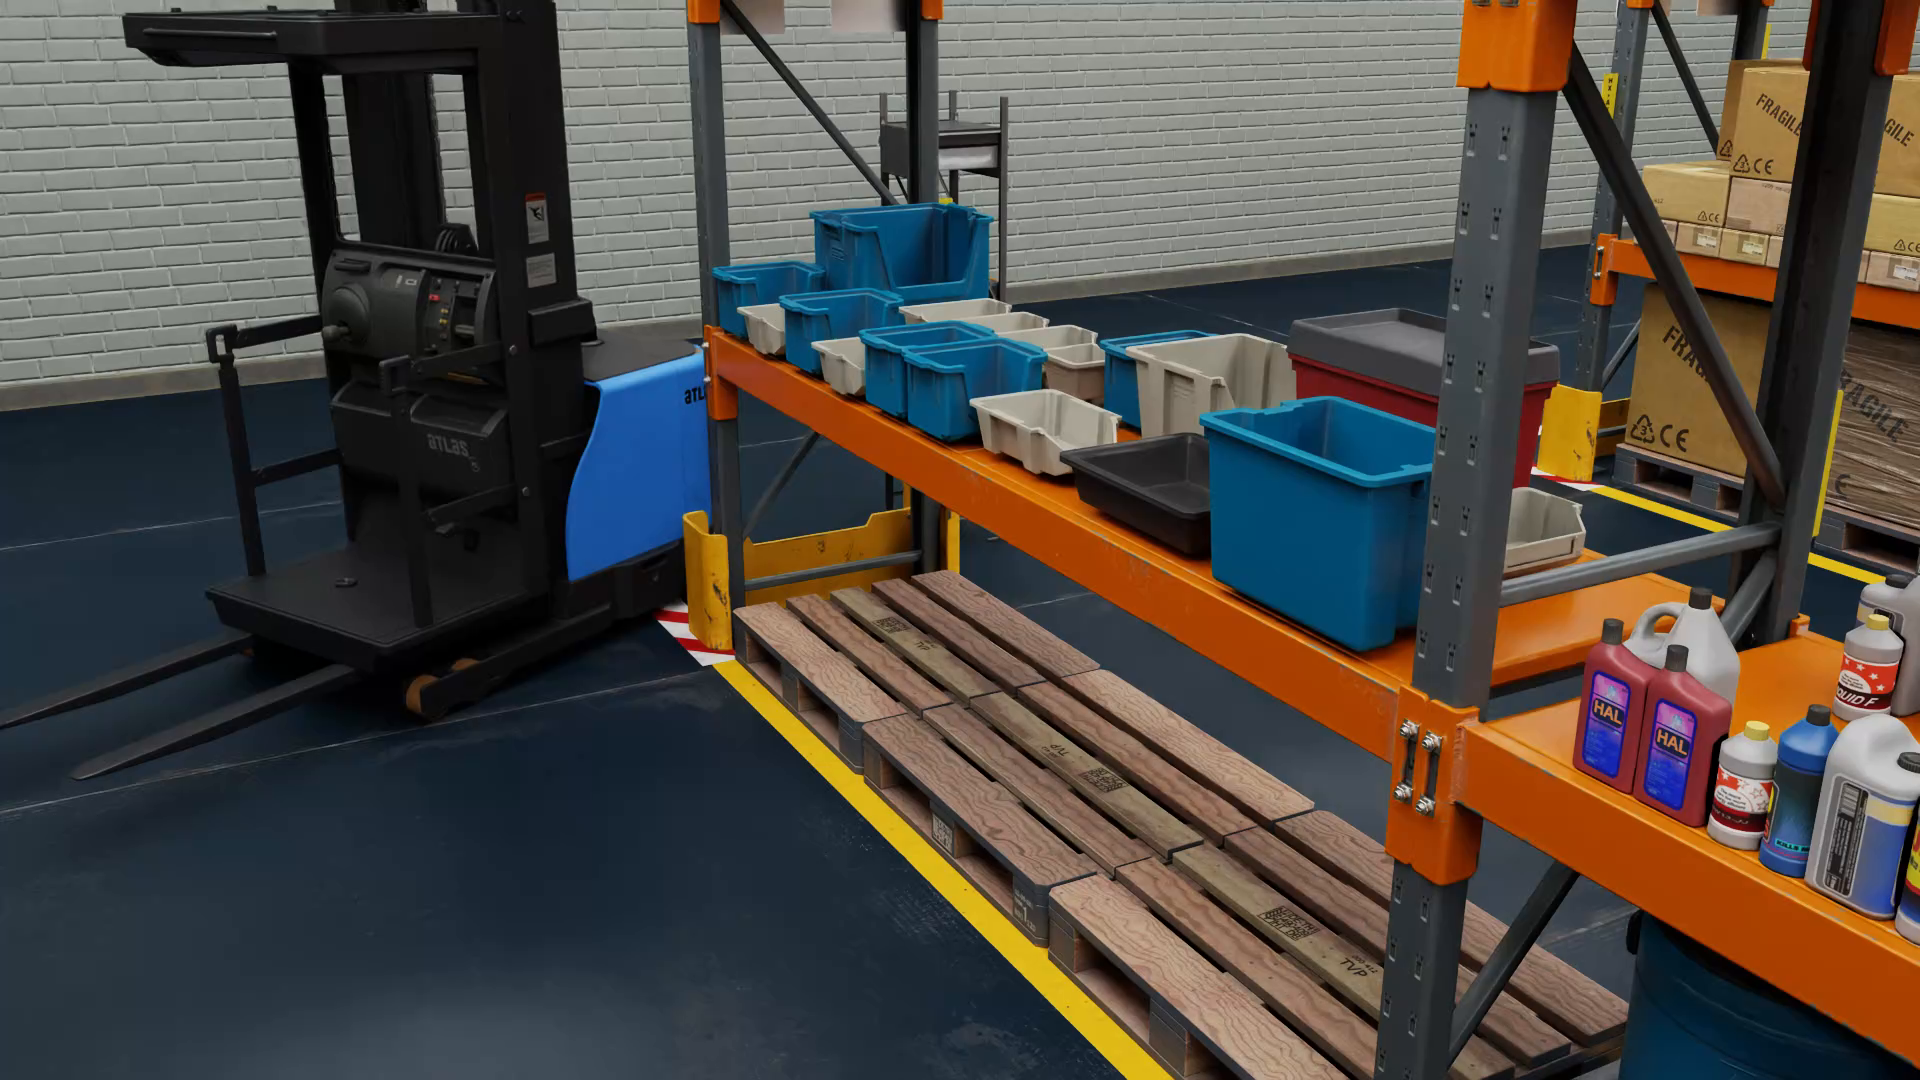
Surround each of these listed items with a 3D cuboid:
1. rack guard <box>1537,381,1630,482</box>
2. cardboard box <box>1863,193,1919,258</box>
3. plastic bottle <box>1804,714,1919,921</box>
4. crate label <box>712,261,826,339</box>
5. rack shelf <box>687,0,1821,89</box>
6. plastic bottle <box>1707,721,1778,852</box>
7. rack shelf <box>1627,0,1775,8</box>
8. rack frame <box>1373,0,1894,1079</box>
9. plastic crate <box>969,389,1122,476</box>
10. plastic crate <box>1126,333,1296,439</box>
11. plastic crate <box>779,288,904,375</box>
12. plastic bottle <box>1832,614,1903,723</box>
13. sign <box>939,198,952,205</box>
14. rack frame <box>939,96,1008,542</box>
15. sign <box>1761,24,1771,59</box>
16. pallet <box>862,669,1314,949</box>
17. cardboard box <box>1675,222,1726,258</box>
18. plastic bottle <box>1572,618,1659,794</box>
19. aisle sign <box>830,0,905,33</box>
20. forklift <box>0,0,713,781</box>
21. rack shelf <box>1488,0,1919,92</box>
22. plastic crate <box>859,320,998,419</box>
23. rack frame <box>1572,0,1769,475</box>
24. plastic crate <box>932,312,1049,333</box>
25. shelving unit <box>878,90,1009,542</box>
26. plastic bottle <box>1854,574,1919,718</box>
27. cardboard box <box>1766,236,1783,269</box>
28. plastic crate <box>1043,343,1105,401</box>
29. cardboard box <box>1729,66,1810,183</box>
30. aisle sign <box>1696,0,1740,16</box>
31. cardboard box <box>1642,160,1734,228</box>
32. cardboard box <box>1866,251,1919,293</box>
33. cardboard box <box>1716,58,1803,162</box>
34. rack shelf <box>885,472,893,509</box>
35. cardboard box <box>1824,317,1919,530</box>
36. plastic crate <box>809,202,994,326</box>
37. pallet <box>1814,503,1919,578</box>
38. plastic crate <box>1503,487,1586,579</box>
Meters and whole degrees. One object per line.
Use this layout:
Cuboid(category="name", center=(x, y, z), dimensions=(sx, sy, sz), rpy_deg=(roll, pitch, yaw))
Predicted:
Cuboid(category="rack guard", center=(3.795, -0.682, 9.341), dimensions=(1.175, 0.500, 0.348), rpy_deg=(-10, 21, -27))
Cuboid(category="cardboard box", center=(4.285, -1.454, 7.520), dimensions=(0.500, 0.250, 0.500), rpy_deg=(-11, 22, -28))
Cuboid(category="plastic bottle", center=(1.405, 0.414, 2.522), dimensions=(0.152, 0.276, 0.135), rpy_deg=(-10, 21, -27))
Cuboid(category="crate label", center=(-0.725, -0.917, 6.355), dimensions=(0.416, 0.233, 0.303), rpy_deg=(-10, 21, -27))
Cuboid(category="rack shelf", center=(0.397, -1.593, 4.655), dimensions=(1.077, 0.370, 4.000), rpy_deg=(-10, 21, -27))
Cuboid(category="plastic bottle", center=(1.280, 0.393, 2.700), dimensions=(0.097, 0.201, 0.097), rpy_deg=(0, 19, 0))
Cuboid(category="rack shelf", center=(4.756, -2.360, 6.878), dimensions=(1.077, 0.370, 4.000), rpy_deg=(-10, 21, -27))
Cuboid(category="rack frame", center=(1.350, 0.058, 3.364), dimensions=(0.949, 2.616, 0.053), rpy_deg=(-10, 21, -27))
Cuboid(category="plastic crate", center=(0.255, -0.298, 4.710), dimensions=(0.293, 0.136, 0.466), rpy_deg=(-10, 21, -27))
Cuboid(category="plastic crate", center=(0.784, -0.381, 4.725), dimensions=(0.437, 0.282, 0.530), rpy_deg=(-10, 21, -27))
Cuboid(category="plastic crate", center=(-0.413, -0.728, 5.807), dimensions=(0.416, 0.233, 0.300), rpy_deg=(-10, 21, -27))
Cuboid(category="plastic bottle", center=(1.717, 0.240, 3.141), dimensions=(0.097, 0.201, 0.097), rpy_deg=(0, 19, 0))
Cuboid(category="sign", center=(-0.076, -1.257, 6.924), dimensions=(0.100, 0.325, 0.005), rpy_deg=(-10, 21, -27))
Cuboid(category="rack frame", center=(0.037, -0.970, 7.724), dimensions=(0.400, 2.100, 0.015), rpy_deg=(-10, 21, -27))
Cuboid(category="sign", center=(4.290, -2.596, 8.918), dimensions=(0.100, 0.325, 0.005), rpy_deg=(-10, 21, -27))
Cuboid(category="pallet", center=(0.380, 0.821, 5.428), dimensions=(1.003, 0.211, 1.213), rpy_deg=(-10, 21, -27))
Cuboid(category="cardboard box", center=(3.807, -1.512, 8.298), dimensions=(0.380, 0.149, 0.250), rpy_deg=(-10, 22, -27))
Cuboid(category="plastic bottle", center=(1.145, 0.285, 2.885), dimensions=(0.061, 0.283, 0.133), rpy_deg=(-10, 21, -27))
Cuboid(category="aisle sign", center=(-0.329, -2.384, 6.458), dimensions=(0.394, 0.787, 0.004), rpy_deg=(-10, 21, -27))
Cuboid(category="forklift", center=(-2.240, -0.890, 6.217), dimensions=(1.130, 2.935, 3.031), rpy_deg=(12, 22, 31))
Cuboid(category="rack shelf", center=(2.296, -0.445, 1.327), dimensions=(1.077, 0.370, 4.000), rpy_deg=(-10, 21, -27))
Cuboid(category="plastic crate", center=(-0.100, -0.539, 5.259), dimensions=(0.416, 0.233, 0.300), rpy_deg=(-10, 21, -27))
Cuboid(category="rack frame", center=(3.806, -1.857, 8.914), dimensions=(1.000, 3.000, 0.127), rpy_deg=(-10, 21, -27))
Cuboid(category="plastic crate", center=(0.119, -0.702, 5.879), dimensions=(0.396, 0.136, 0.243), rpy_deg=(-10, 21, -27))
Cuboid(category="shelving unit", center=(-0.079, -1.040, 7.927), dimensions=(0.431, 2.100, 0.503), rpy_deg=(-10, 21, -27))
Cuboid(category="plastic bottle", center=(1.818, 0.180, 3.200), dimensions=(0.152, 0.276, 0.135), rpy_deg=(-10, 21, -27))
Cuboid(category="cardboard box", center=(4.054, -1.363, 7.869), dimensions=(0.380, 0.149, 0.250), rpy_deg=(-10, 22, -27))
Cuboid(category="plastic crate", center=(0.429, -0.543, 5.420), dimensions=(0.298, 0.136, 0.250), rpy_deg=(-10, 21, -27))
Cuboid(category="cardboard box", center=(4.034, -1.958, 7.831), dimensions=(0.500, 0.500, 0.500), rpy_deg=(-11, 22, -28))
Cuboid(category="aisle sign", center=(4.036, -3.153, 8.684), dimensions=(0.394, 0.787, 0.004), rpy_deg=(-10, 21, -27))
Cuboid(category="cardboard box", center=(3.796, -1.747, 8.369), dimensions=(0.500, 0.250, 0.500), rpy_deg=(-11, 22, -28))
Cuboid(category="cardboard box", center=(4.297, -1.216, 7.443), dimensions=(0.380, 0.149, 0.250), rpy_deg=(-10, 22, -27))
Cuboid(category="cardboard box", center=(4.269, -2.182, 8.480), dimensions=(0.500, 0.500, 0.500), rpy_deg=(-10, 21, -26))
Cuboid(category="rack shelf", center=(-0.079, -0.365, 8.159), dimensions=(0.431, 0.518, 0.480), rpy_deg=(-10, 21, -27))
Cuboid(category="cardboard box", center=(4.613, -0.618, 7.938), dimensions=(0.875, 0.875, 0.875), rpy_deg=(-10, 21, -27))
Cuboid(category="plastic crate", center=(-0.229, -1.067, 6.480), dimensions=(0.616, 0.435, 0.499), rpy_deg=(-10, 21, -27))
Cuboid(category="pallet", center=(4.830, 0.029, 7.725), dimensions=(1.003, 0.211, 1.213), rpy_deg=(-10, 21, -27))
Cuboid(category="plastic crate", center=(1.251, -0.001, 3.847), dimensions=(0.396, 0.136, 0.243), rpy_deg=(-10, 21, -27))
